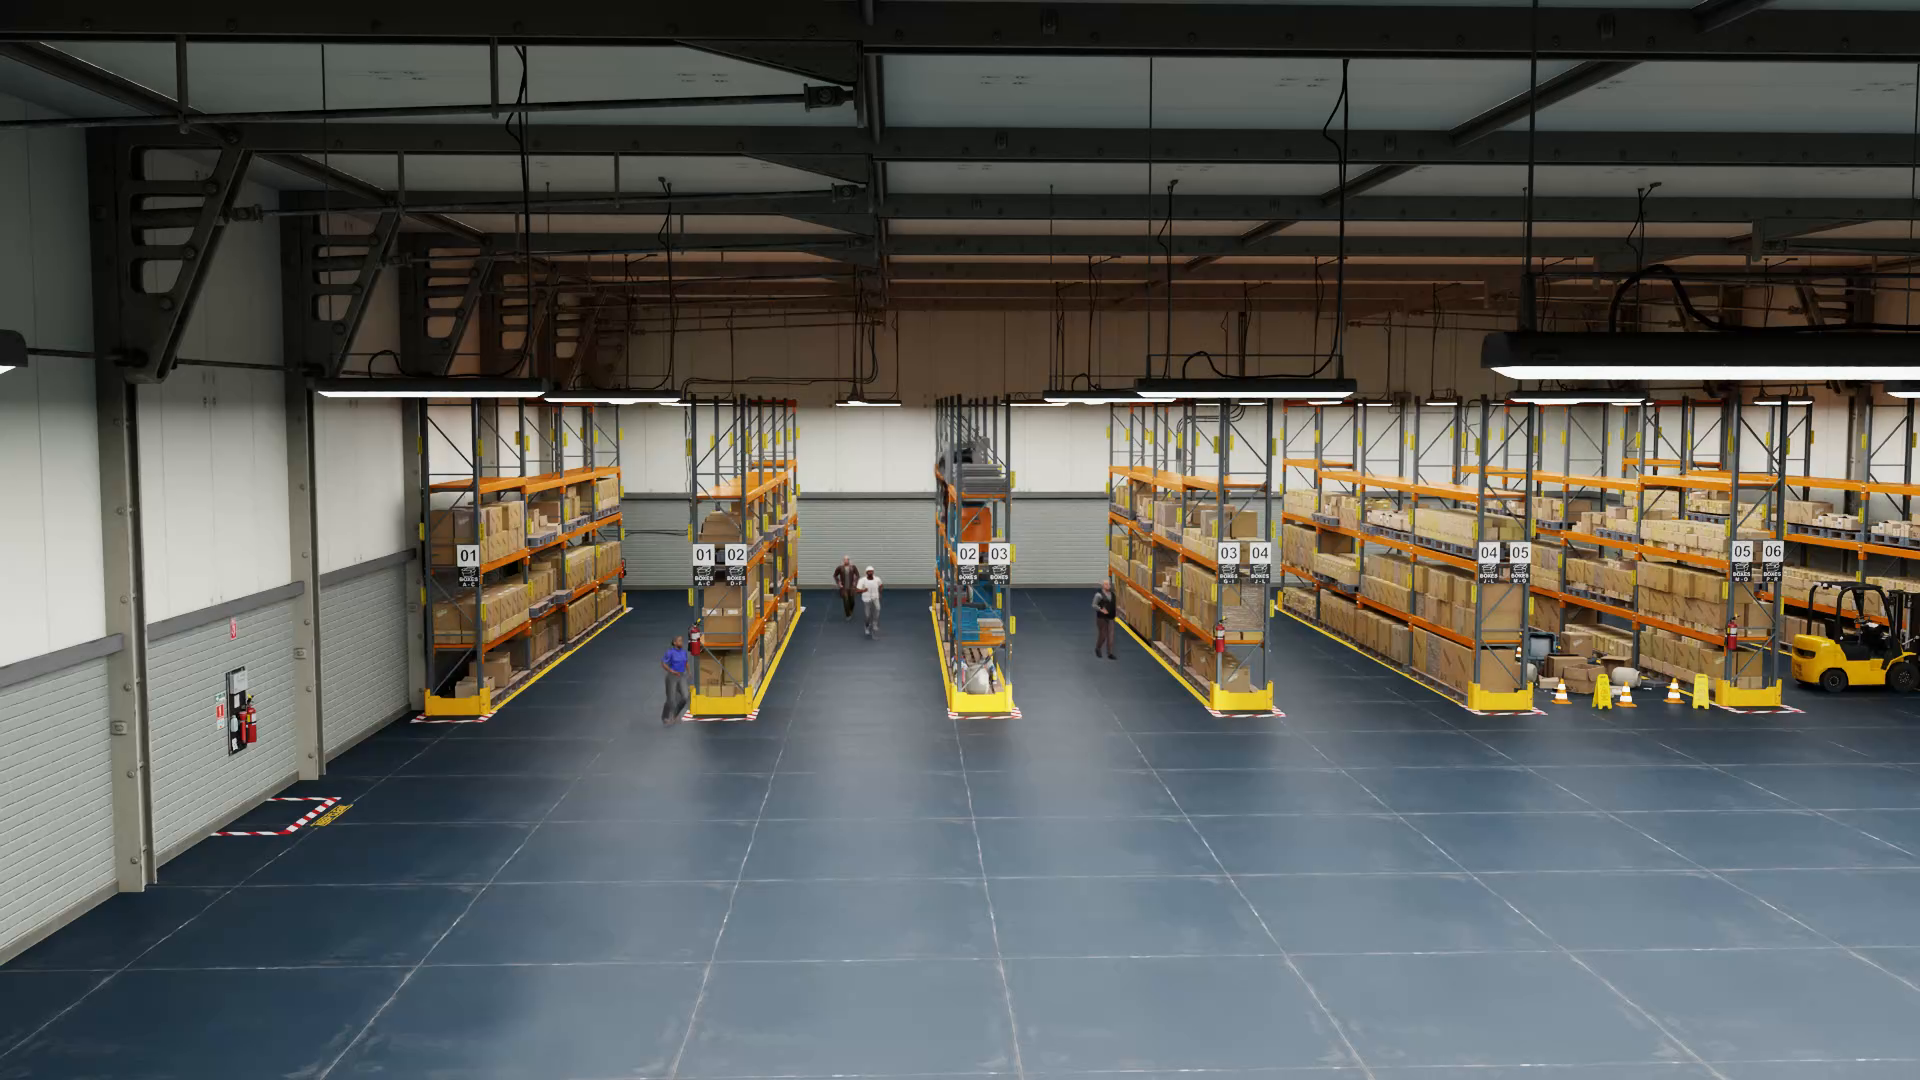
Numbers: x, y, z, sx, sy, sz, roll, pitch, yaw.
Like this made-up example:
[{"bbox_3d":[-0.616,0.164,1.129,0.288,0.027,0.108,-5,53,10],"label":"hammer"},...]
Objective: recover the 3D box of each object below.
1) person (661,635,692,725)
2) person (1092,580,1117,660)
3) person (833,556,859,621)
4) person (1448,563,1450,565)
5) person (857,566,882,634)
[{"bbox_3d":[-5.117,2.549,30.183,0.649,1.615,0.582,-4,6,-42],"label":"person"},{"bbox_3d":[3.188,1.729,36.122,0.670,1.732,0.812,-2,5,-21],"label":"person"},{"bbox_3d":[-3.090,1.299,45.230,0.723,1.749,0.646,-1,5,-8],"label":"person"},{"bbox_3d":[14.732,1.028,49.269,0.738,1.734,0.601,1,5,16],"label":"person"},{"bbox_3d":[-2.249,1.517,41.608,0.683,1.741,0.870,-1,5,-10],"label":"person"}]
